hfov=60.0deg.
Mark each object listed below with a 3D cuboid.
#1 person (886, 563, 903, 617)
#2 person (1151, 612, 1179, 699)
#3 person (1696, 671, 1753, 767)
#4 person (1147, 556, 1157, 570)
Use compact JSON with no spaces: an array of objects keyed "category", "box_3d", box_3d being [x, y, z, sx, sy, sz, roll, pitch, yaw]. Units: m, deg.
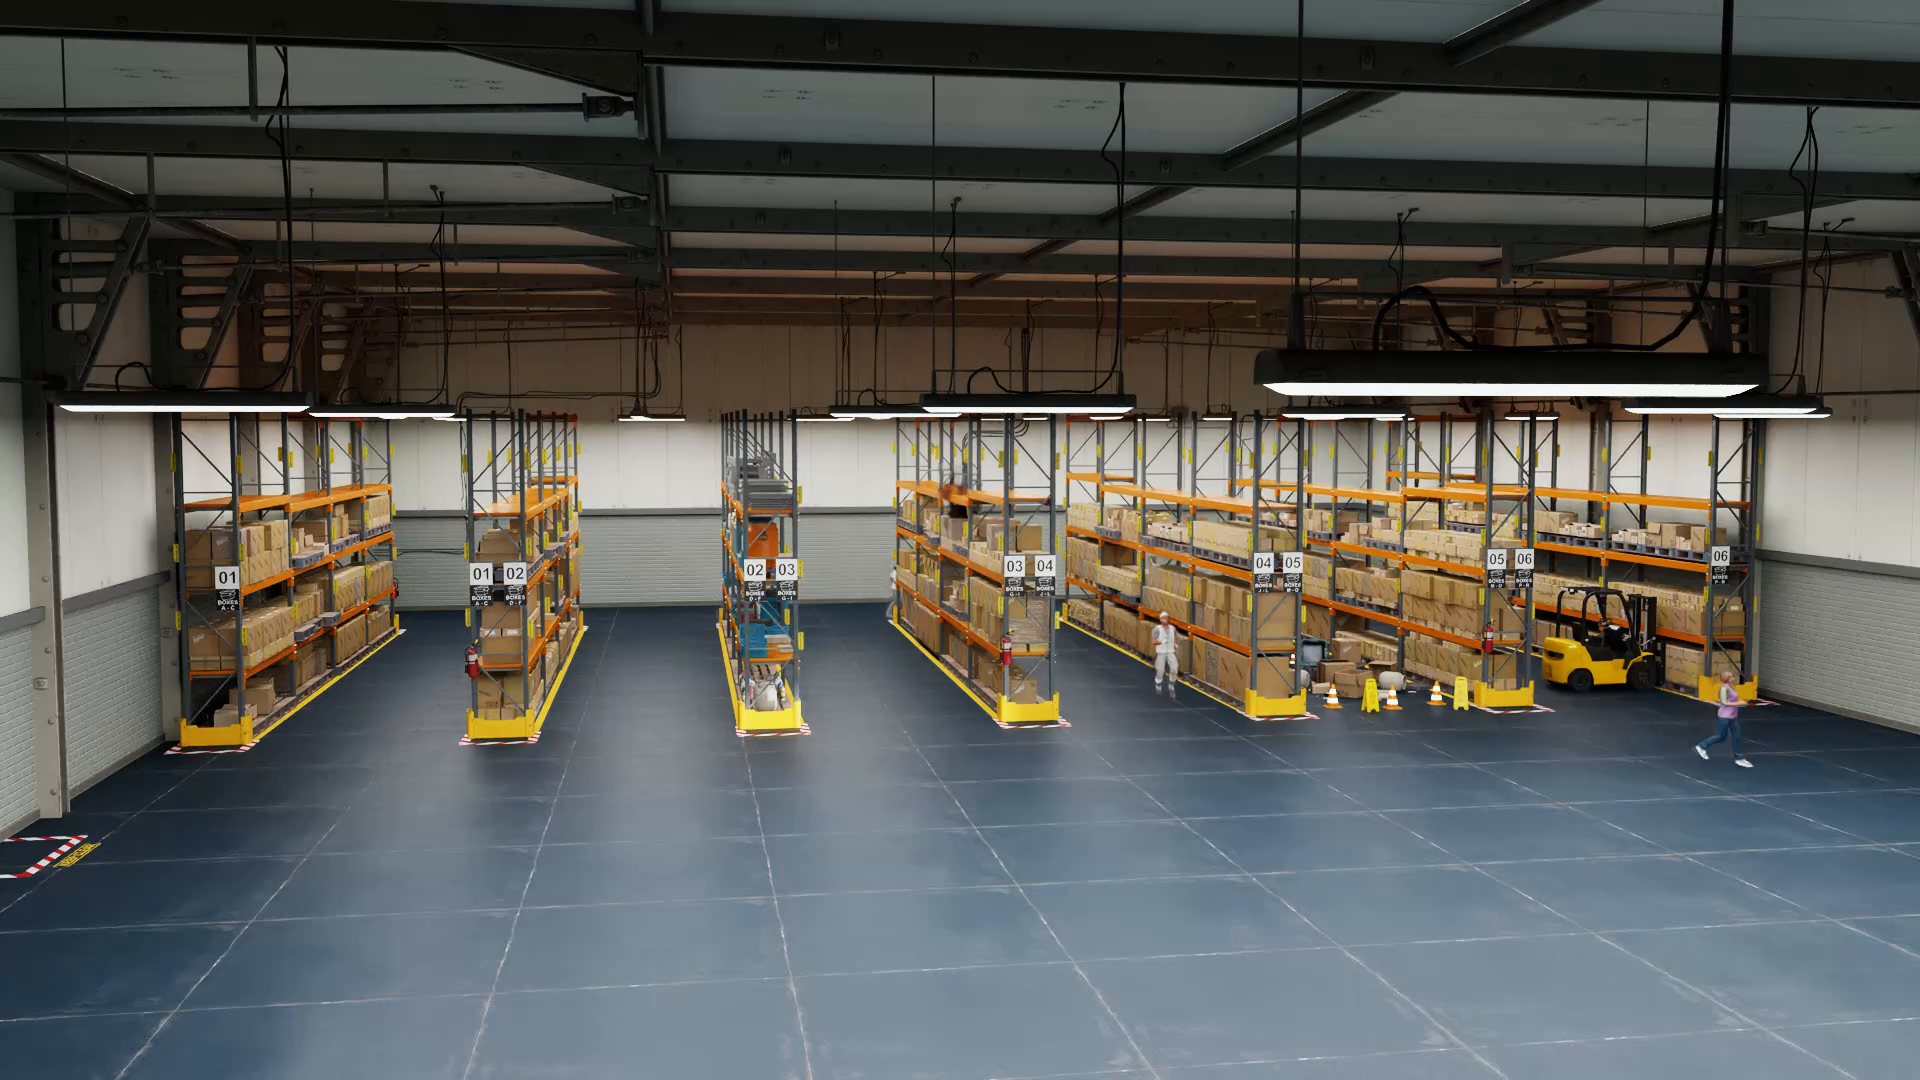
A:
[{"category":"person","box_3d":[-1.854,1.472,49.127,0.676,1.707,0.571,0,4,1]},{"category":"person","box_3d":[4.308,2.409,34.768,0.645,1.820,0.734,-1,4,-11]},{"category":"person","box_3d":[12.823,2.983,27.841,0.879,1.563,0.544,4,5,42]},{"category":"person","box_3d":[5.957,1.320,50.934,0.935,1.691,0.583,-2,4,-25]}]
